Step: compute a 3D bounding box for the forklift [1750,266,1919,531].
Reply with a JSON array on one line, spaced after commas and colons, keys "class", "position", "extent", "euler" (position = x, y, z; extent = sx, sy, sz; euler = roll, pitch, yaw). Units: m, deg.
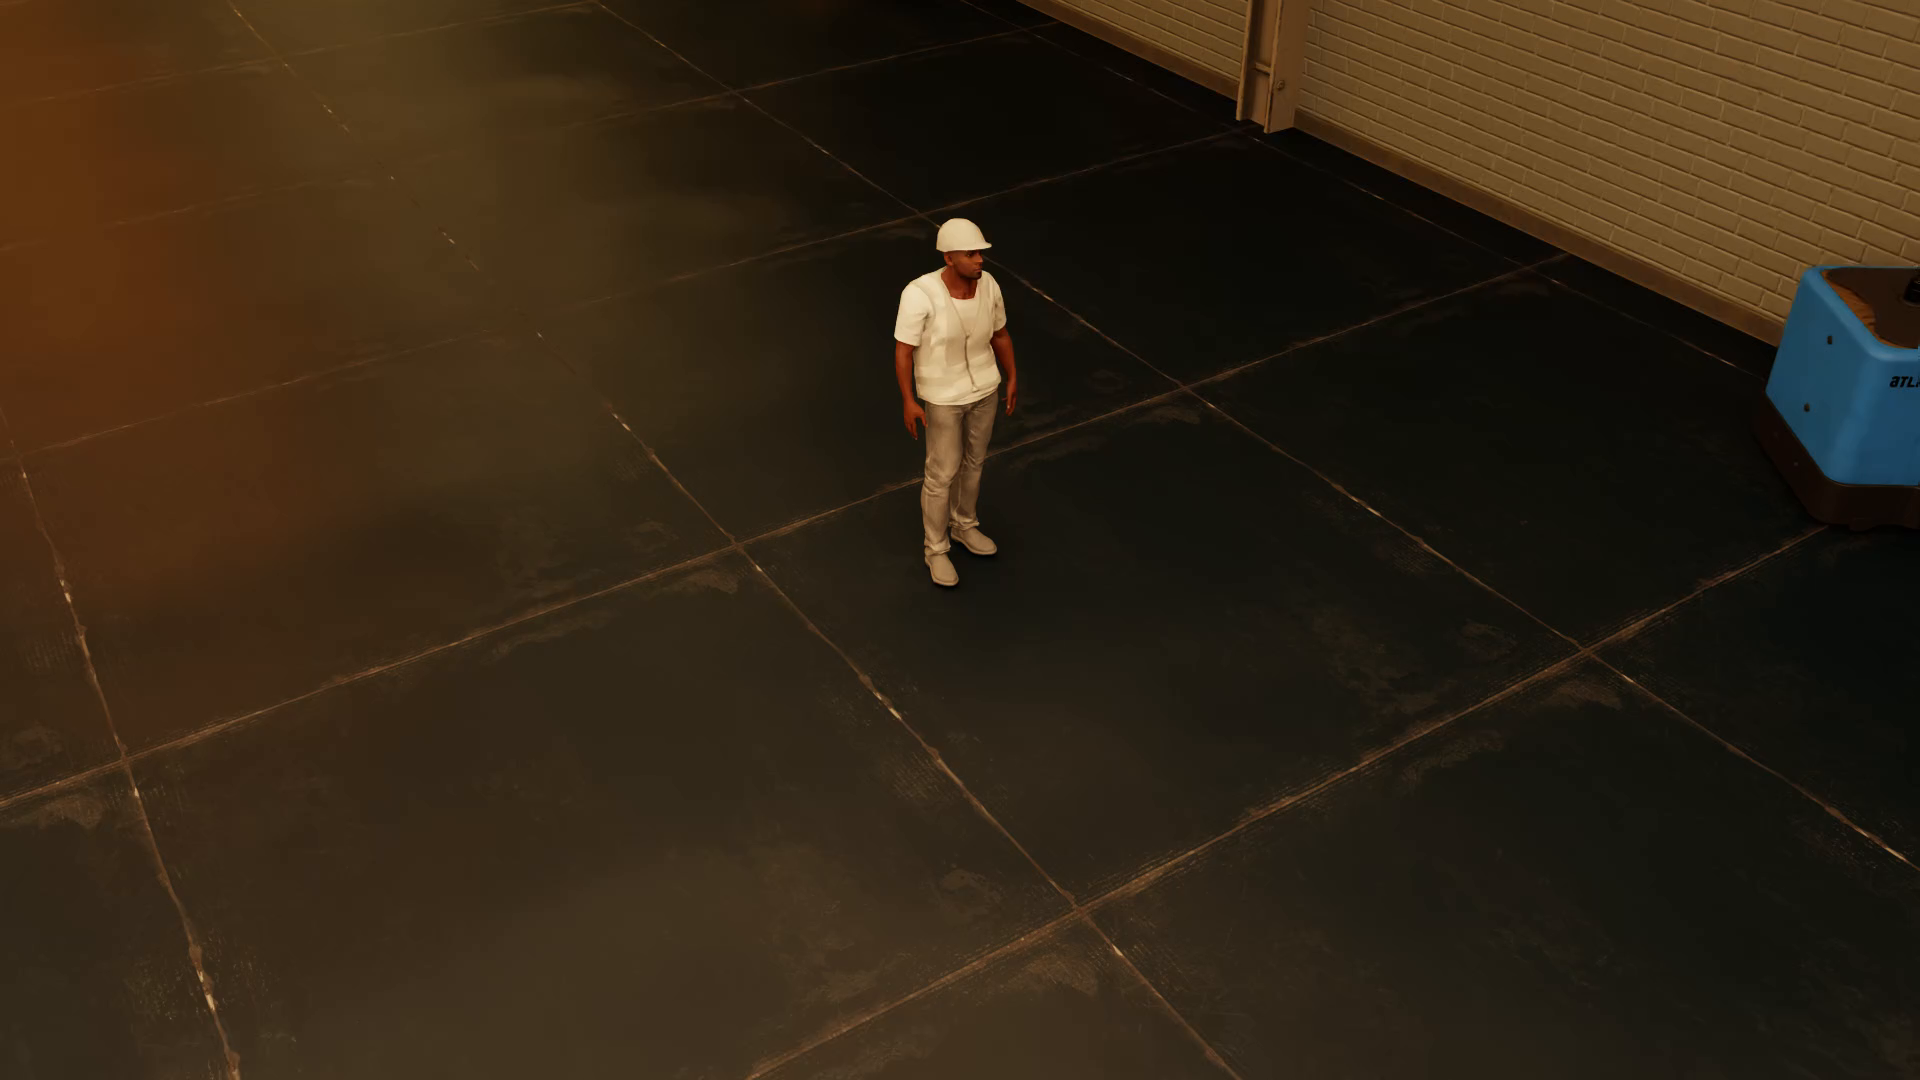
[{"class": "forklift", "position": [6.003, -1.496, 8.277], "extent": [3.031, 2.935, 1.130], "euler": [1, 35, 2]}]

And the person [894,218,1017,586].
[{"class": "person", "position": [0.032, -0.693, 8.135], "extent": [0.665, 1.765, 0.577], "euler": [-21, 40, -27]}]
